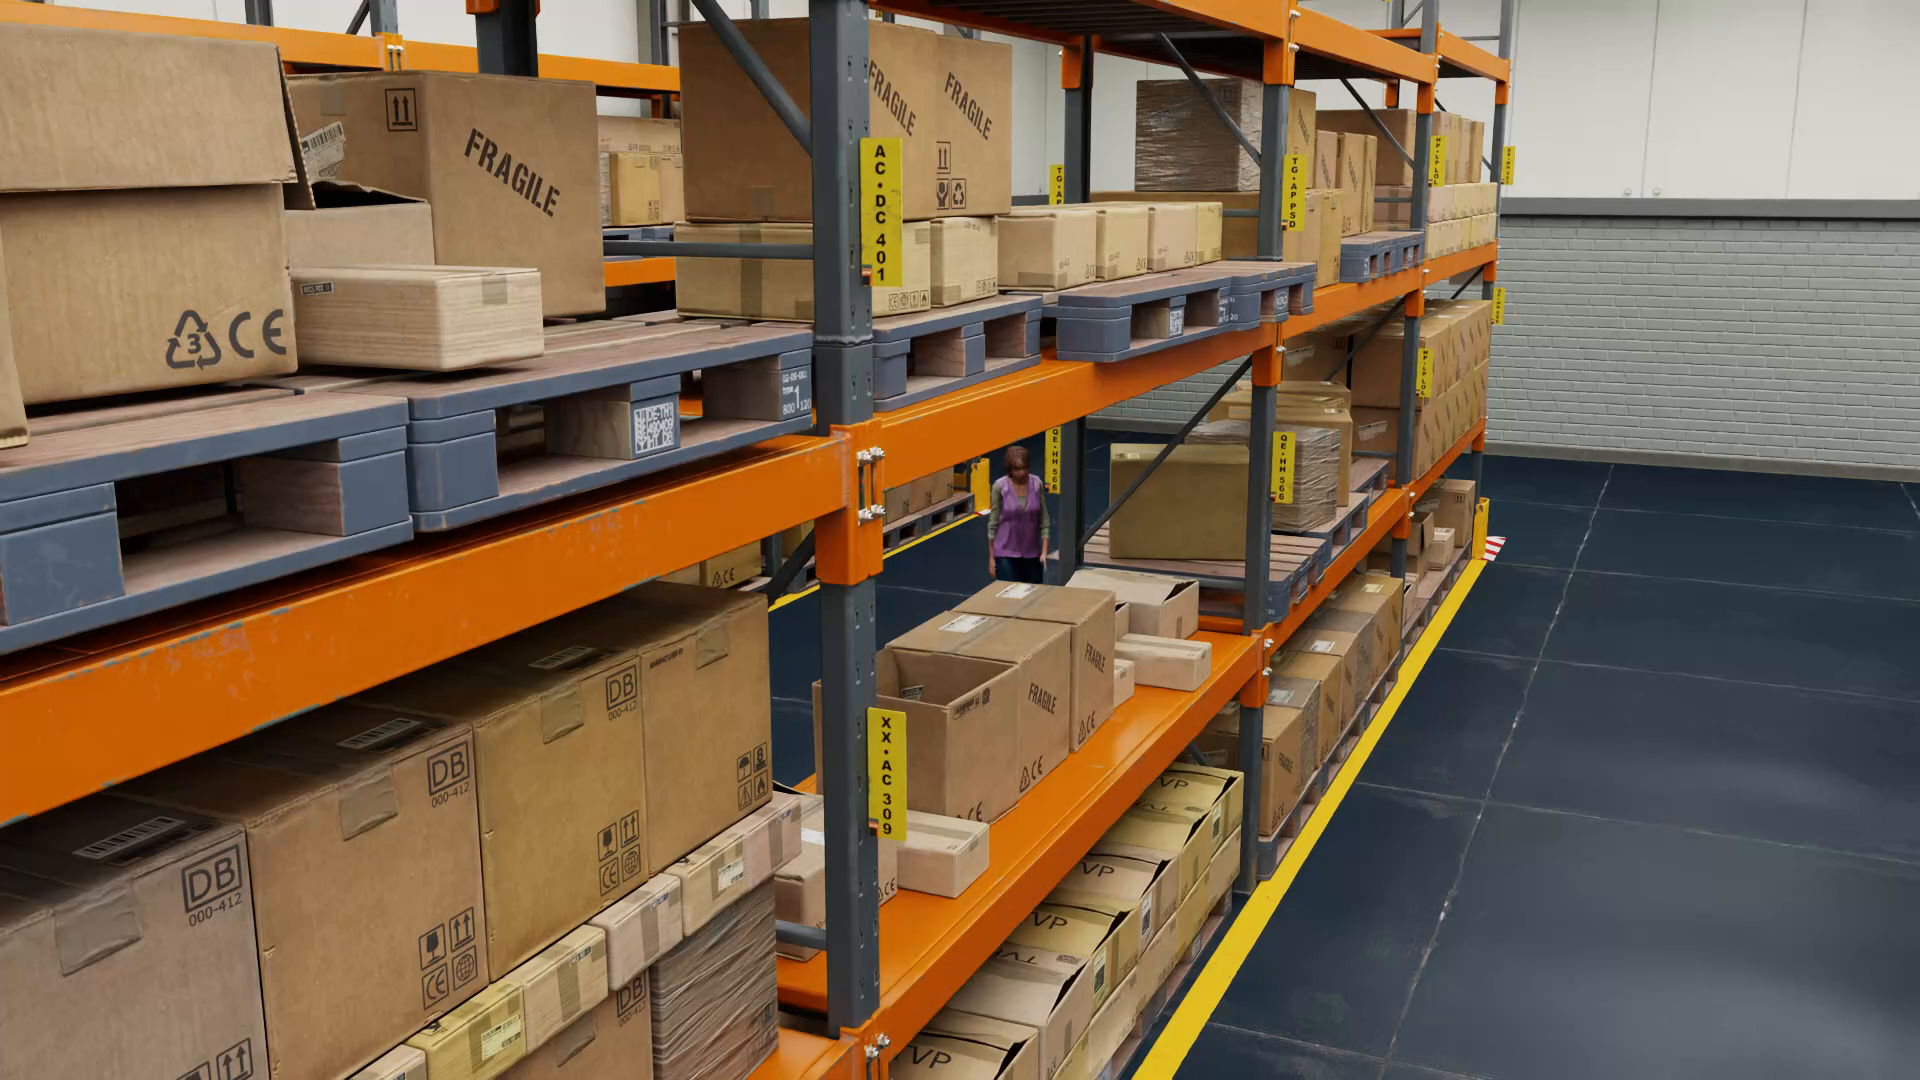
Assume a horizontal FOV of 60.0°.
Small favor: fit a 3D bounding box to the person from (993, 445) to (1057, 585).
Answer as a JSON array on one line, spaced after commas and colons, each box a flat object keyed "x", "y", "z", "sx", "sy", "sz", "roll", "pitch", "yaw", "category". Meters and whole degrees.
[{"x": 0.468, "y": 0.175, "z": 11.284, "sx": 0.484, "sy": 1.630, "sz": 0.393, "roll": -1, "pitch": 12, "yaw": -3, "category": "person"}]
